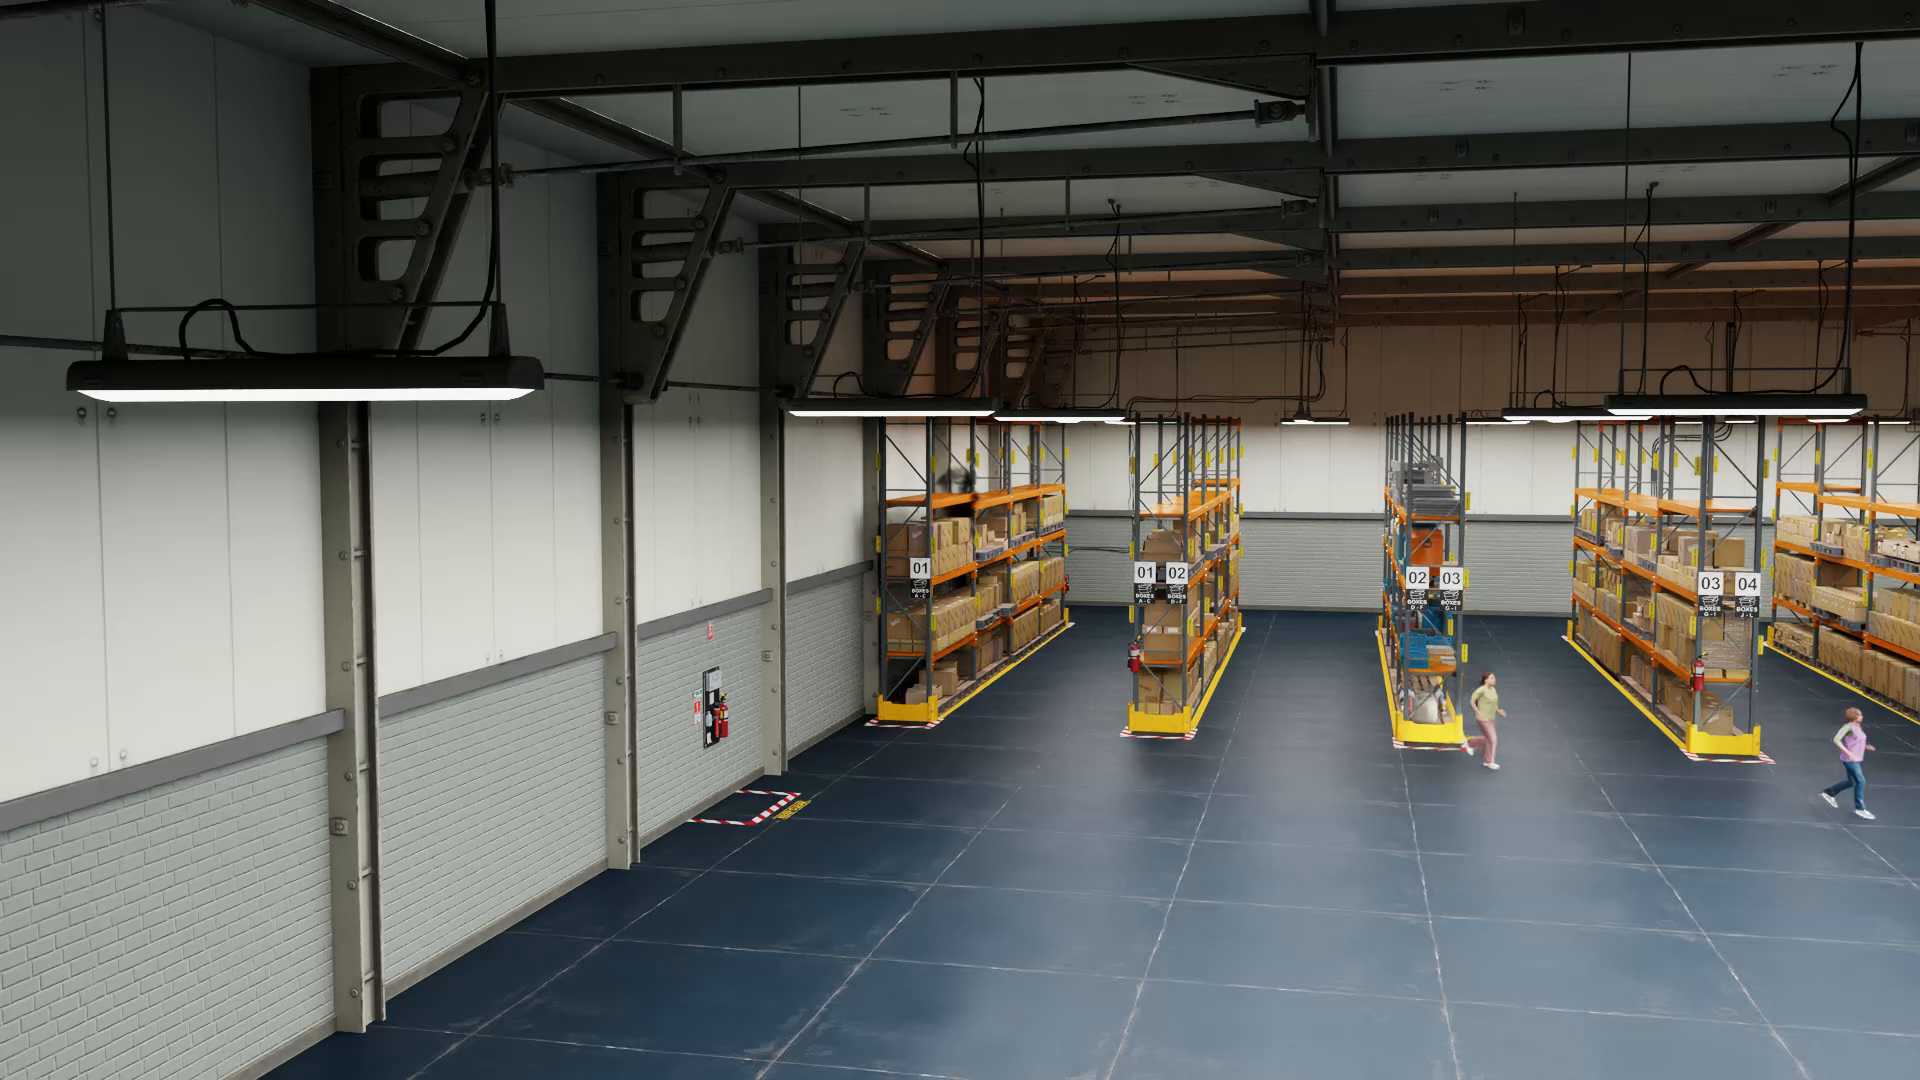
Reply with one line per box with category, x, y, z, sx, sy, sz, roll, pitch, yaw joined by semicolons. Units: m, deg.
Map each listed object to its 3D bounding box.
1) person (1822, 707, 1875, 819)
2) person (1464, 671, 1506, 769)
person;13.120;3.265;24.546;0.752;1.606;0.523;4;5;44
person;8.821;3.014;28.139;0.565;1.631;0.731;-3;5;-39
